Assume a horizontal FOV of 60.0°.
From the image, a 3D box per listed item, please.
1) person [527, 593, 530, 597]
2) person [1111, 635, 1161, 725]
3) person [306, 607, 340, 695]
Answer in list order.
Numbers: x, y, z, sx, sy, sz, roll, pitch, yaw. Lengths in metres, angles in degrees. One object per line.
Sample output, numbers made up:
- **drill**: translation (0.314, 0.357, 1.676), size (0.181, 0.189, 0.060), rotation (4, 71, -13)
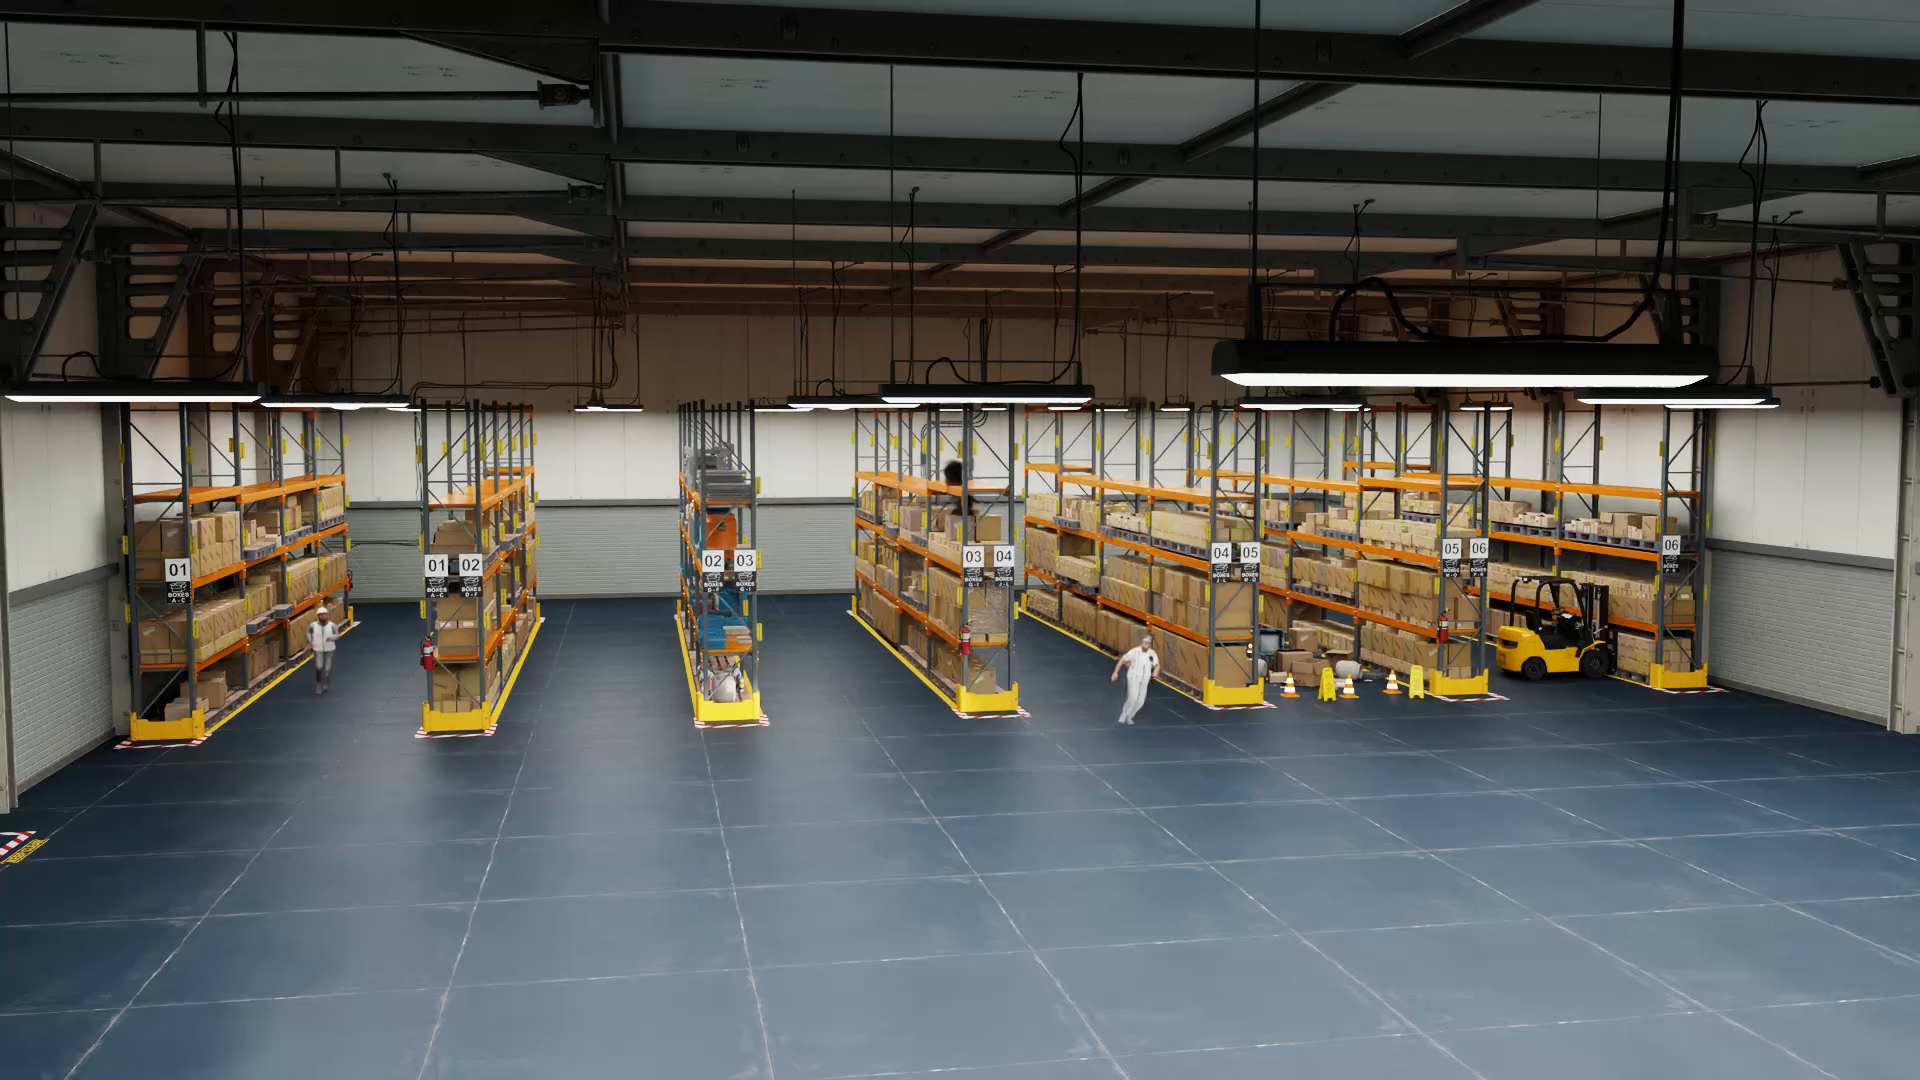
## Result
- **person**: translation (-12.443, 1.322, 47.131), size (0.982, 1.658, 0.593), rotation (0, 4, -1)
- **person**: translation (3.321, 2.597, 30.699), size (0.850, 1.701, 0.678), rotation (-2, 5, -24)
- **person**: translation (-13.040, 2.269, 34.073), size (0.644, 1.791, 0.710), rotation (-2, 5, -23)
